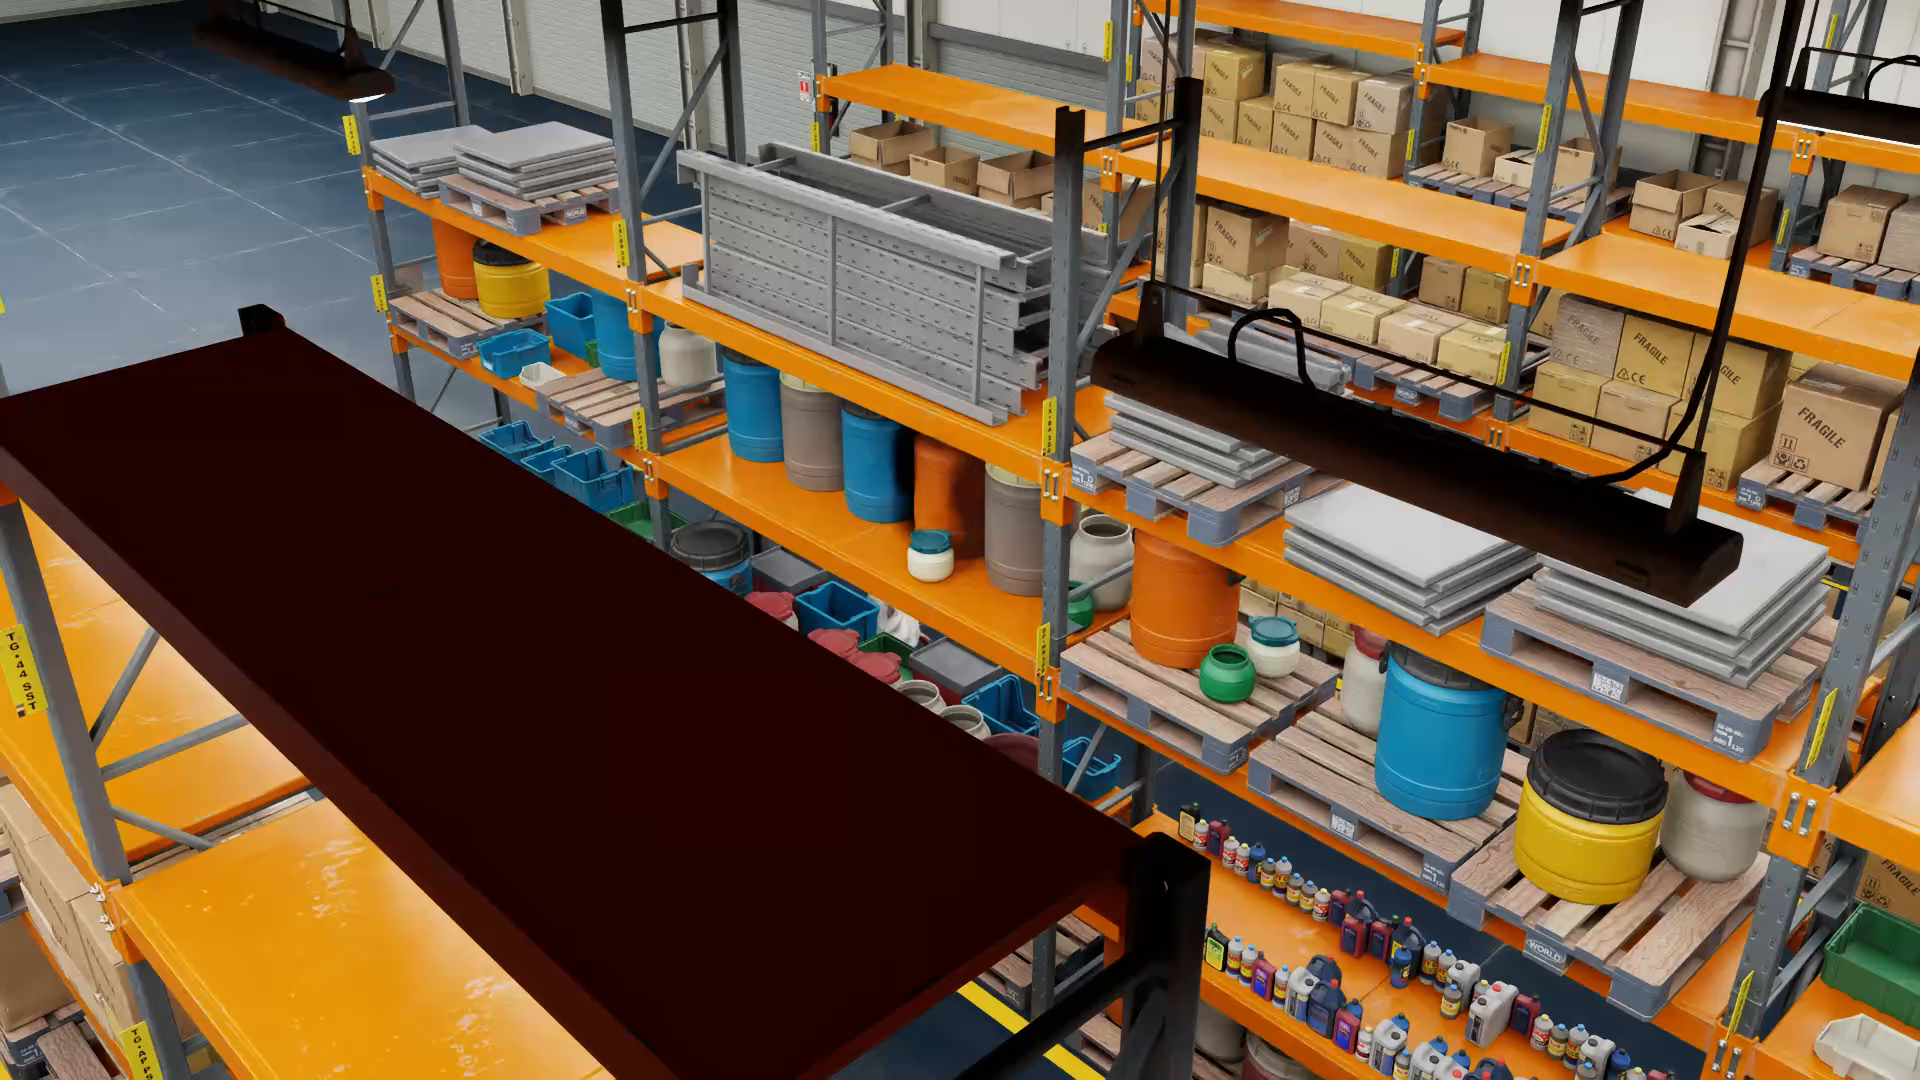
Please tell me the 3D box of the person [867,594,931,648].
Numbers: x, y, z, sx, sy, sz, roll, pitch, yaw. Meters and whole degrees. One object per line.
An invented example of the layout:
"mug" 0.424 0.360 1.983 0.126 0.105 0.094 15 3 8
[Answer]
"person" -0.473 0.873 13.357 0.484 1.791 0.616 6 29 10

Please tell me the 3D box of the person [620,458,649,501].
"person" -3.200 -0.717 16.347 0.509 1.777 0.622 -18 33 -30
